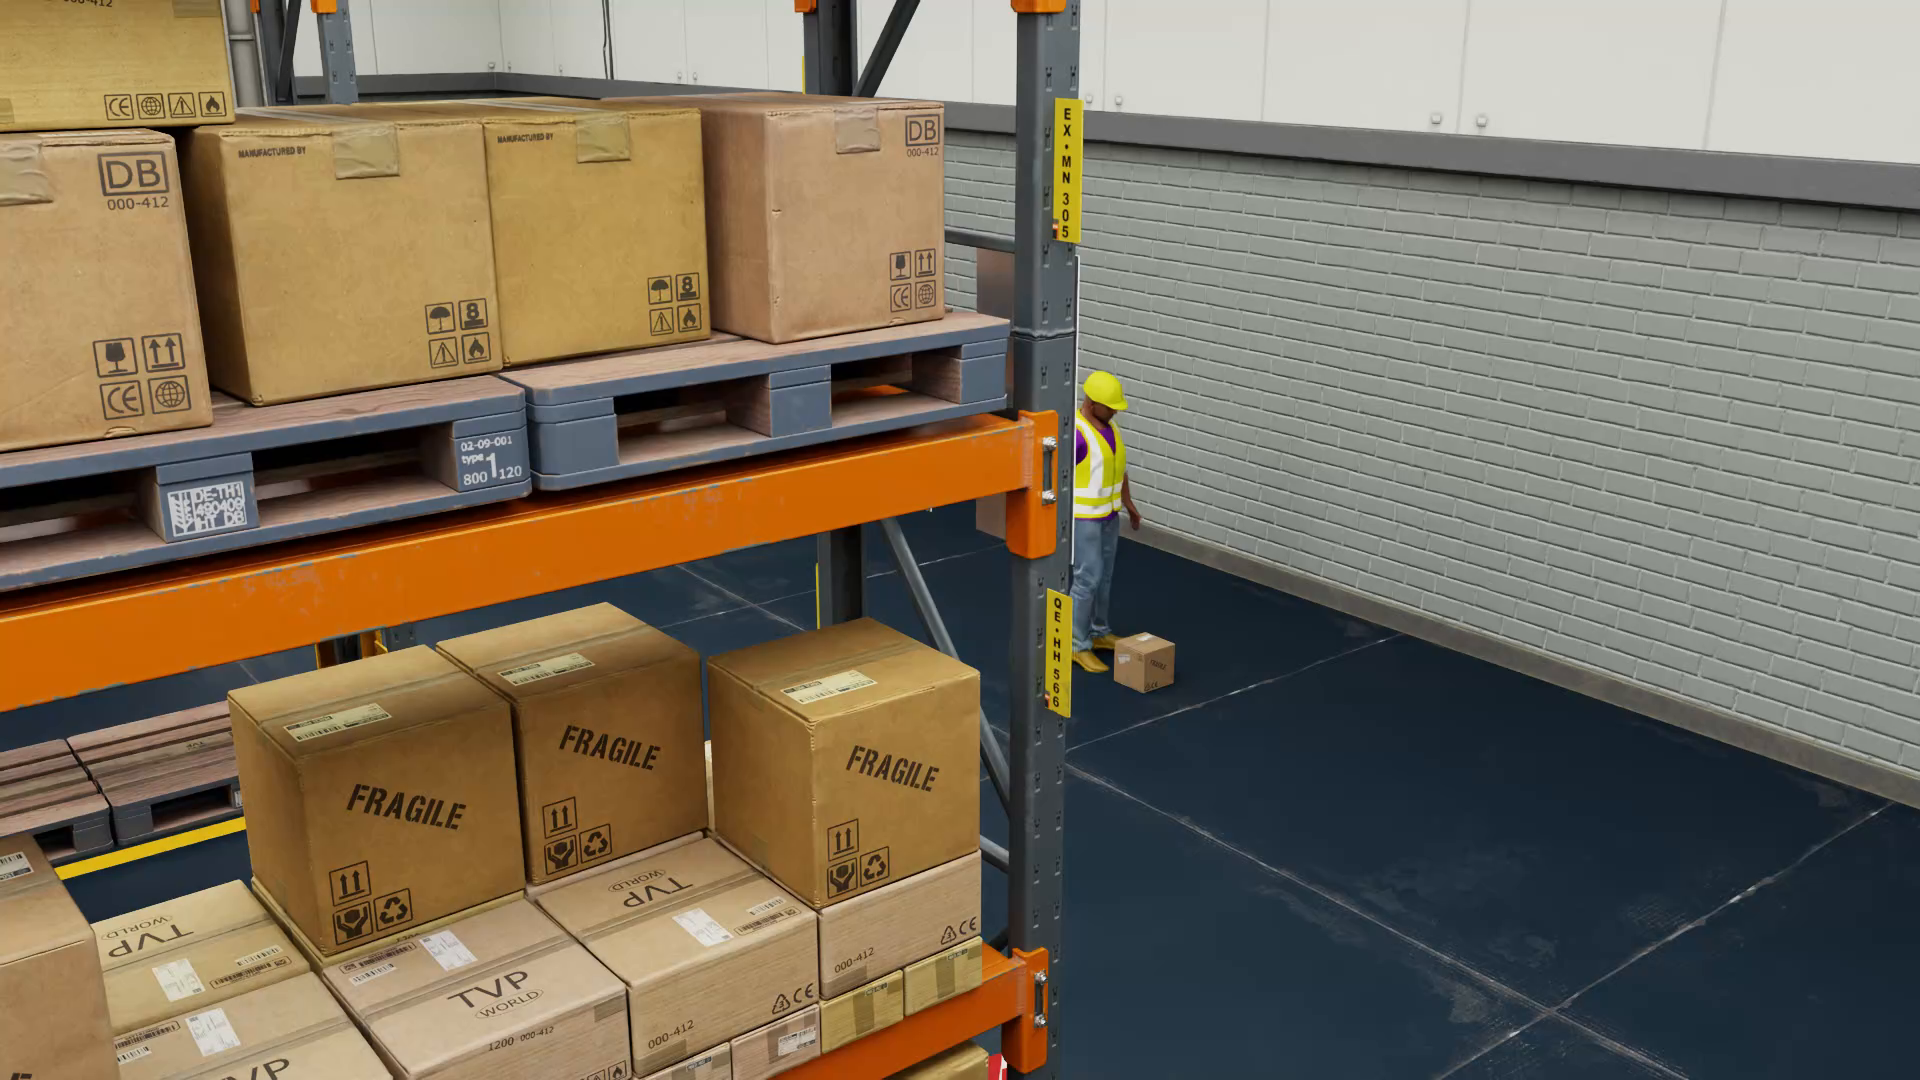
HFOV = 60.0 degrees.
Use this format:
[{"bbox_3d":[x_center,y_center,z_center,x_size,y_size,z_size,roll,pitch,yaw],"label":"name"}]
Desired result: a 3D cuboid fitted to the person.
[{"bbox_3d":[0.821,-0.129,9.908,0.408,1.802,0.701,12,21,33],"label":"person"}]
